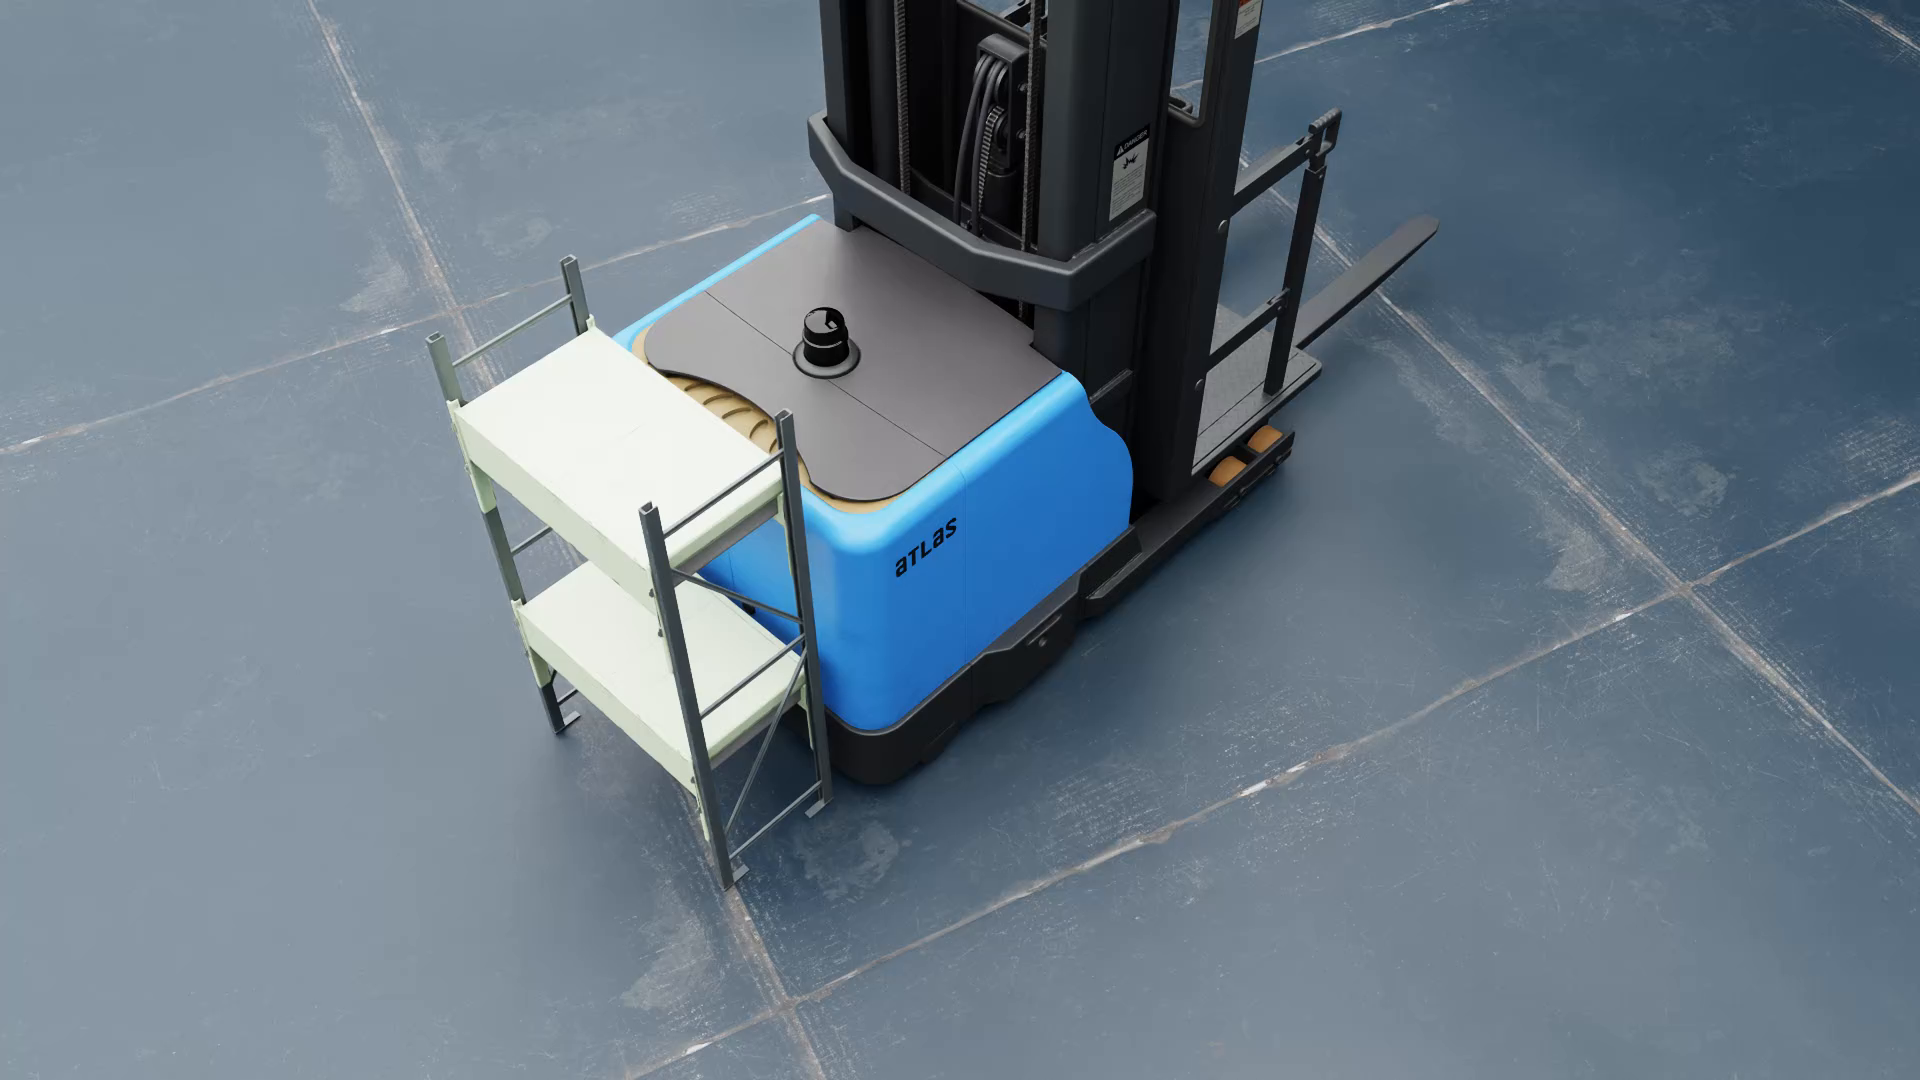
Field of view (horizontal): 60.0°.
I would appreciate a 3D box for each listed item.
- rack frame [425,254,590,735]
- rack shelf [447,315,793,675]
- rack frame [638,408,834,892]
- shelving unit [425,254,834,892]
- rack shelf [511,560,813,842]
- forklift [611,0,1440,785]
[{"bbox_3d":[-1.027,-0.051,4.298,0.023,1.500,0.400,36,58,27],"label":"rack frame"},{"bbox_3d":[-0.762,-0.118,3.838,0.720,0.370,0.431,36,58,27],"label":"rack shelf"},{"bbox_3d":[-0.496,0.329,3.966,0.023,1.500,0.400,36,58,27],"label":"rack frame"},{"bbox_3d":[-0.762,0.139,4.132,0.755,1.500,0.431,36,58,27],"label":"shelving unit"},{"bbox_3d":[-0.762,0.354,4.377,0.720,0.370,0.431,36,58,27],"label":"rack shelf"},{"bbox_3d":[0.435,-1.309,4.447,1.130,2.935,3.031,36,58,27],"label":"forklift"}]
